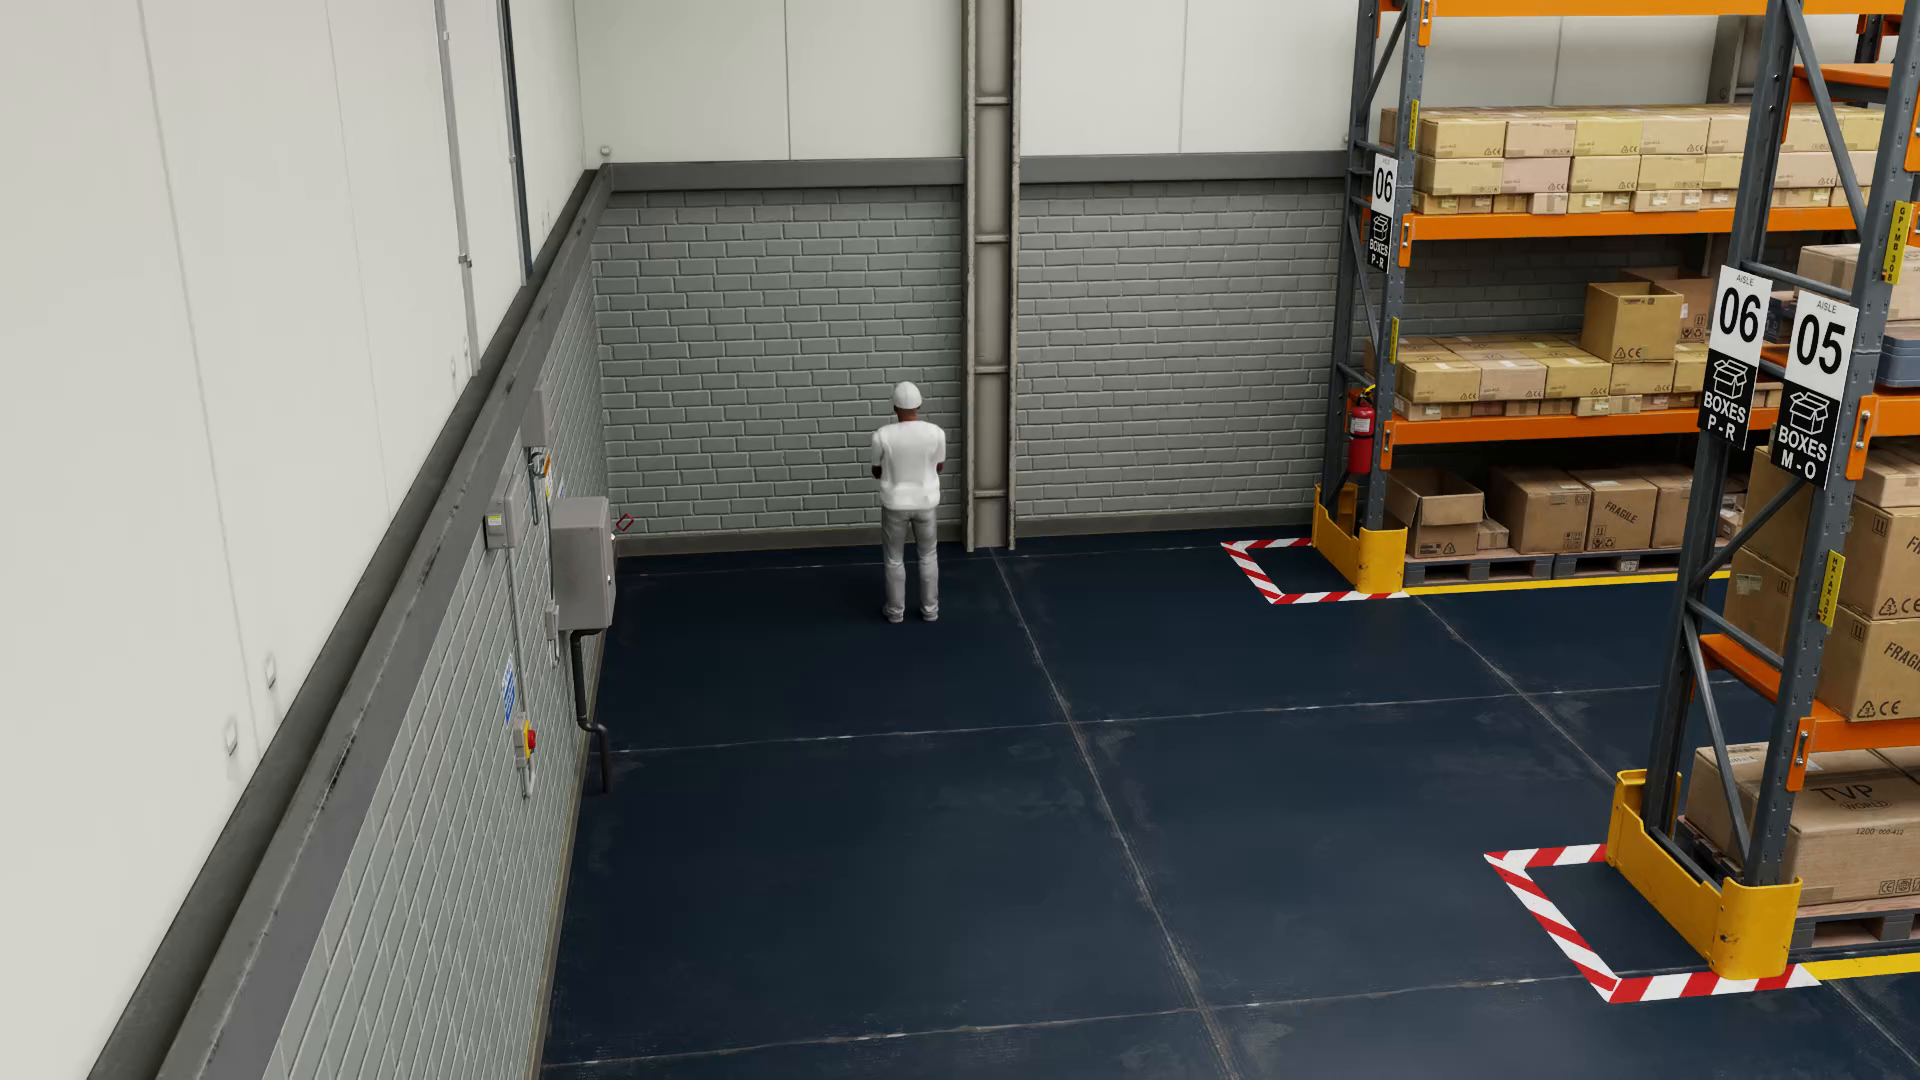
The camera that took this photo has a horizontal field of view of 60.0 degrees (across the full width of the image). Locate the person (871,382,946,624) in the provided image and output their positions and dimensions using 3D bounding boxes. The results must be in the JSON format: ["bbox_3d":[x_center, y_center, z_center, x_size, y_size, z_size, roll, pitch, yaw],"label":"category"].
[{"bbox_3d":[-0.377,-0.296,11.854,0.528,1.769,0.567,-3,20,-8],"label":"person"}]
